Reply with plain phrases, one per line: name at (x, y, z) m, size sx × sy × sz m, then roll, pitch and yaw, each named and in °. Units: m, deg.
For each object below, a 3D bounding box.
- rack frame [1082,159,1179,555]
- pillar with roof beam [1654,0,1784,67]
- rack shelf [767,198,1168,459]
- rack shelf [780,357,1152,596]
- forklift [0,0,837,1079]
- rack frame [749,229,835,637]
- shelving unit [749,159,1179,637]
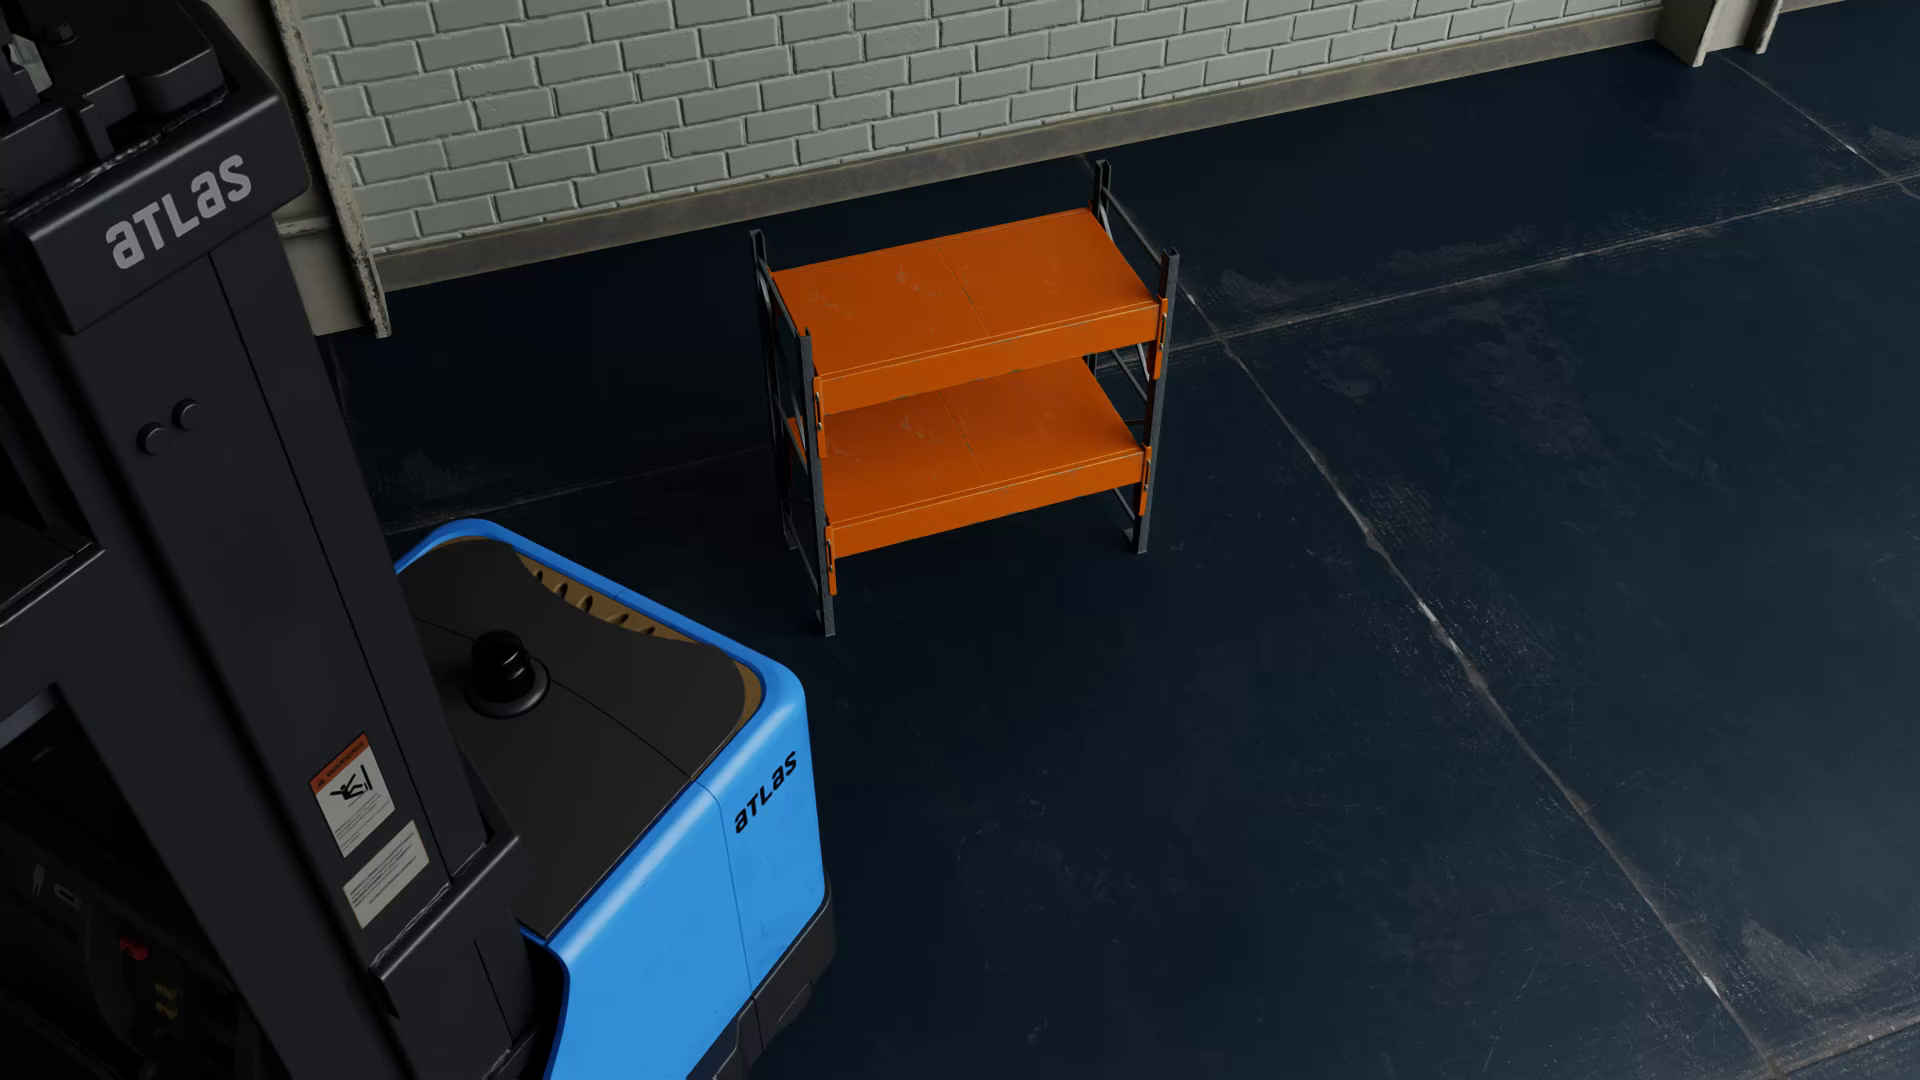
rack frame at (0.485, -0.521, 4.975) m, size 0.032 × 1.125 × 0.500 m, roll -14°, pitch 47°, yaw -14°
pillar with roof beam at (4.822, -2.542, 1.430) m, size 0.400 × 9.000 × 9.100 m, roll -14°, pitch 47°, yaw -14°
rack shelf at (0.006, -0.605, 4.646) m, size 1.000 × 0.278 × 0.538 m, roll -14°, pitch 47°, yaw -14°
rack shelf at (0.006, -0.226, 5.026) m, size 1.000 × 0.278 × 0.538 m, roll -14°, pitch 47°, yaw -14°
forklift at (-1.509, 0.717, 2.466) m, size 1.130 × 2.935 × 3.031 m, roll 24°, pitch 50°, yaw 22°
rack frame at (-0.472, -0.276, 4.731) m, size 0.032 × 1.125 × 0.500 m, roll -14°, pitch 47°, yaw -14°
shelving unit at (0.006, -0.399, 4.853) m, size 1.048 × 1.125 × 0.538 m, roll -14°, pitch 47°, yaw -14°
